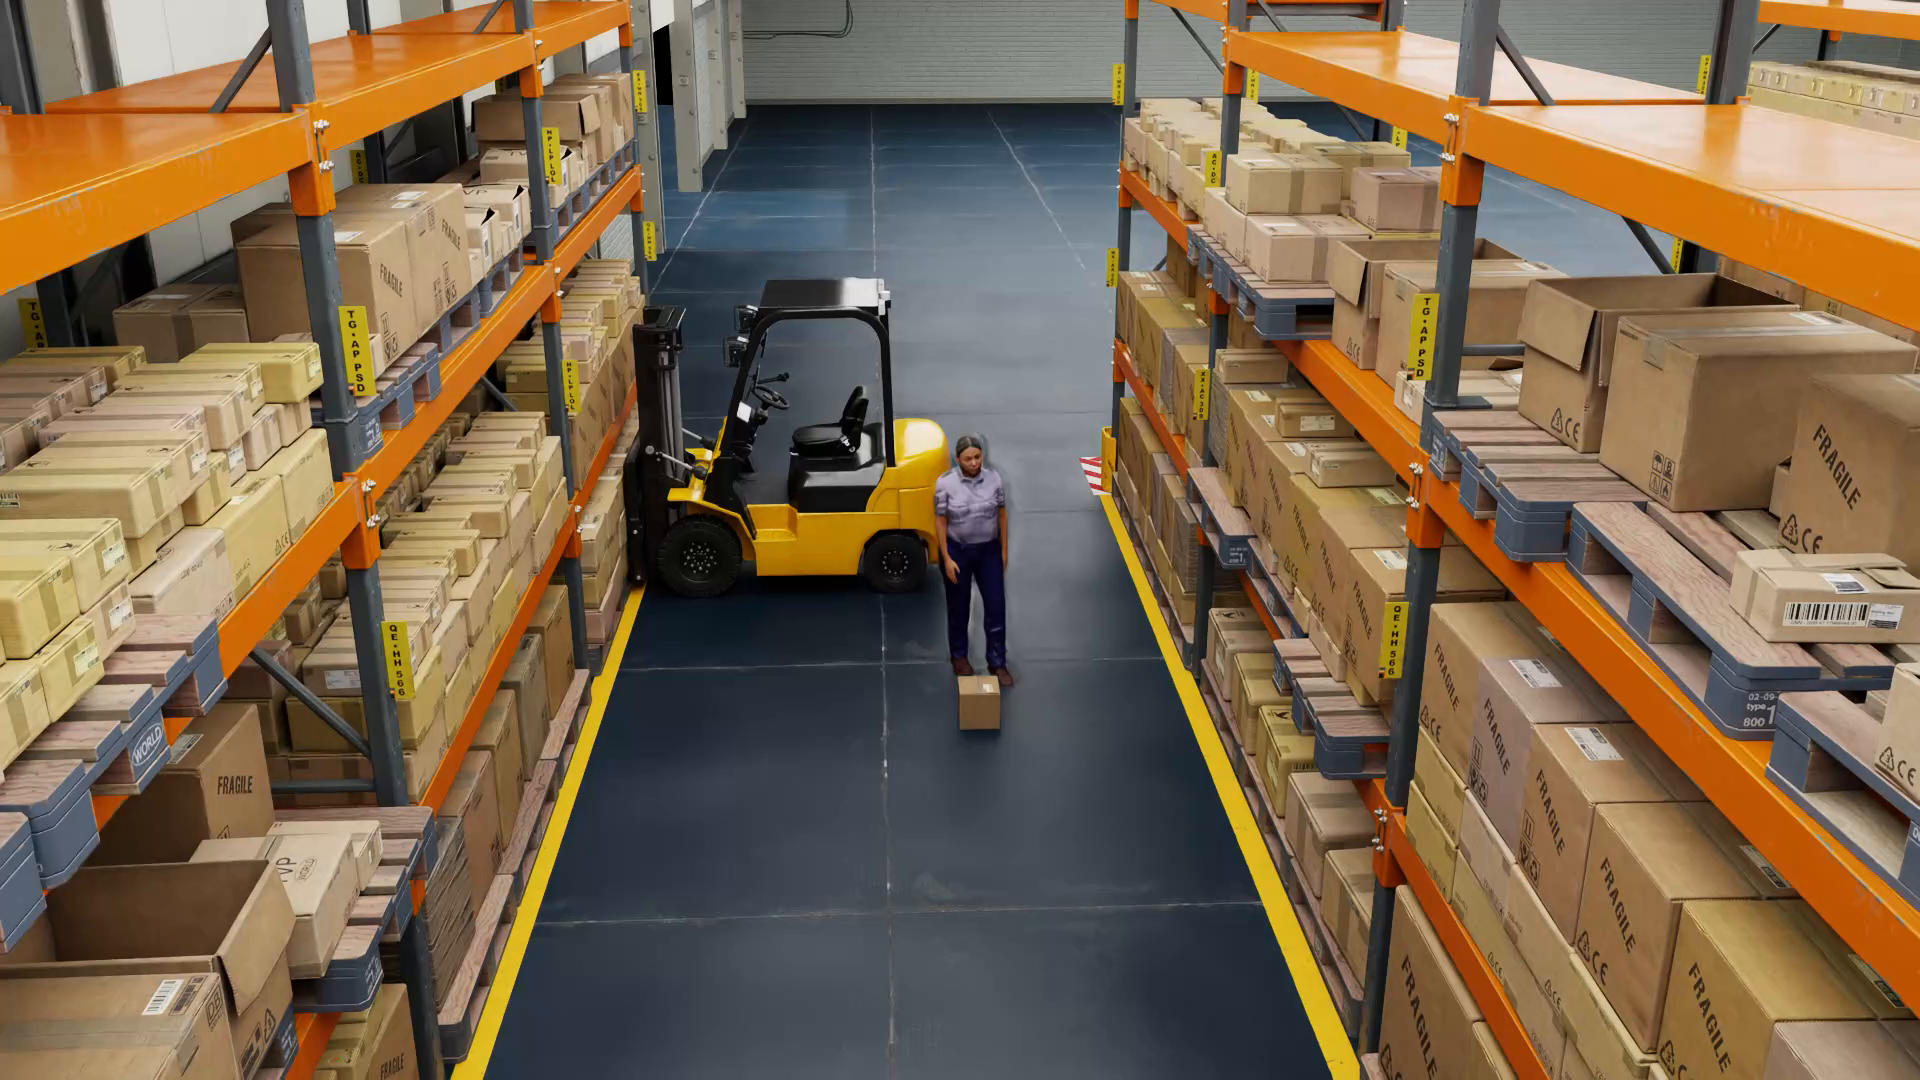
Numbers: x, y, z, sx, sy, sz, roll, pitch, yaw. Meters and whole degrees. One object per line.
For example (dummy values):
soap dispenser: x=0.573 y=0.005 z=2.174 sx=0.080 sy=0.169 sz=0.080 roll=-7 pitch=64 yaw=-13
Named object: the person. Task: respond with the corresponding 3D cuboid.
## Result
person: x=0.090 y=0.132 z=10.741 sx=0.497 sy=1.671 sz=0.500 roll=-5 pitch=21 yaw=-14
